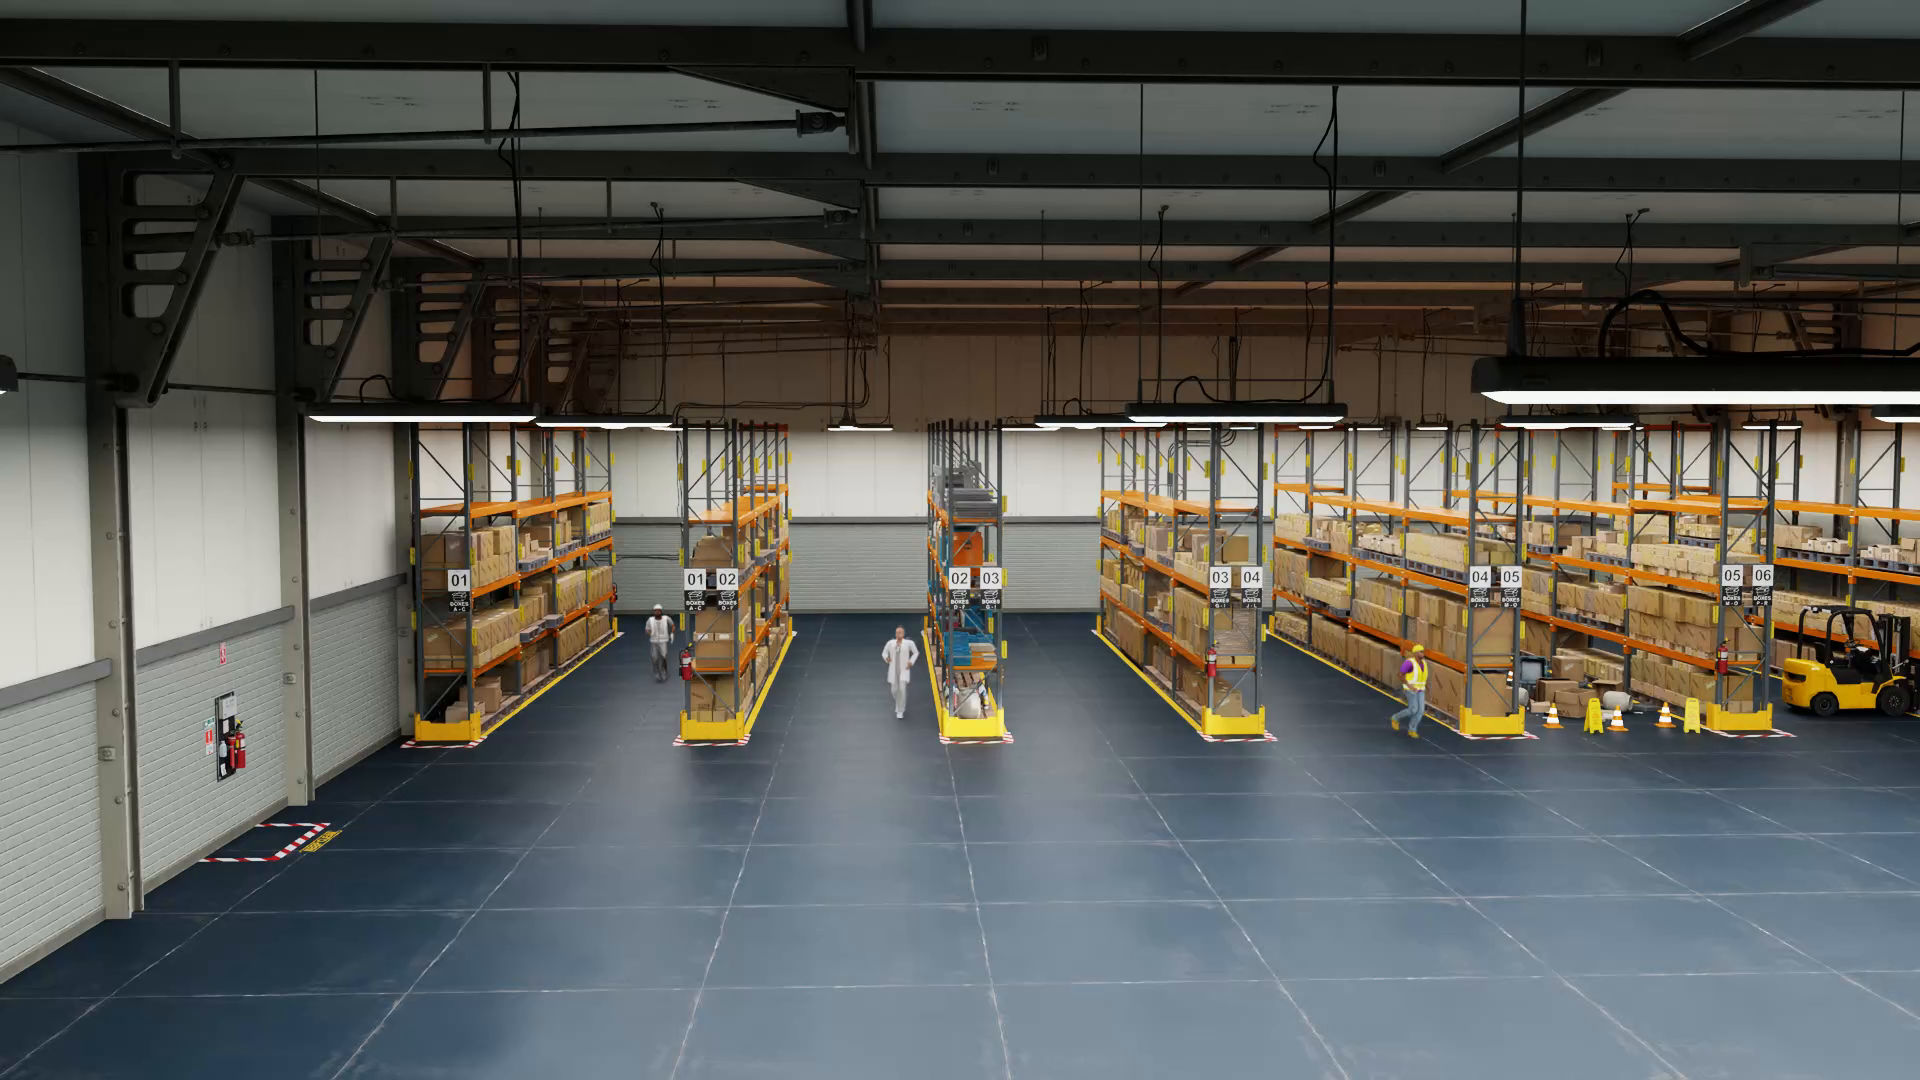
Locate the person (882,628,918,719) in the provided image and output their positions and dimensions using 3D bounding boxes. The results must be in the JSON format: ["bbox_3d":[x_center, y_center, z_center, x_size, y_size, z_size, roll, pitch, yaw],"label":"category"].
[{"bbox_3d":[-1.232,2.670,33.718,0.712,1.788,0.928,1,4,14],"label":"person"}]

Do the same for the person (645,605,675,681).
[{"bbox_3d":[-6.936,2.371,38.374,0.655,1.750,0.731,0,4,-5],"label":"person"}]

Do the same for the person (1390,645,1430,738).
[{"bbox_3d":[8.622,2.850,31.589,0.732,1.735,0.672,-2,4,-33],"label":"person"}]
